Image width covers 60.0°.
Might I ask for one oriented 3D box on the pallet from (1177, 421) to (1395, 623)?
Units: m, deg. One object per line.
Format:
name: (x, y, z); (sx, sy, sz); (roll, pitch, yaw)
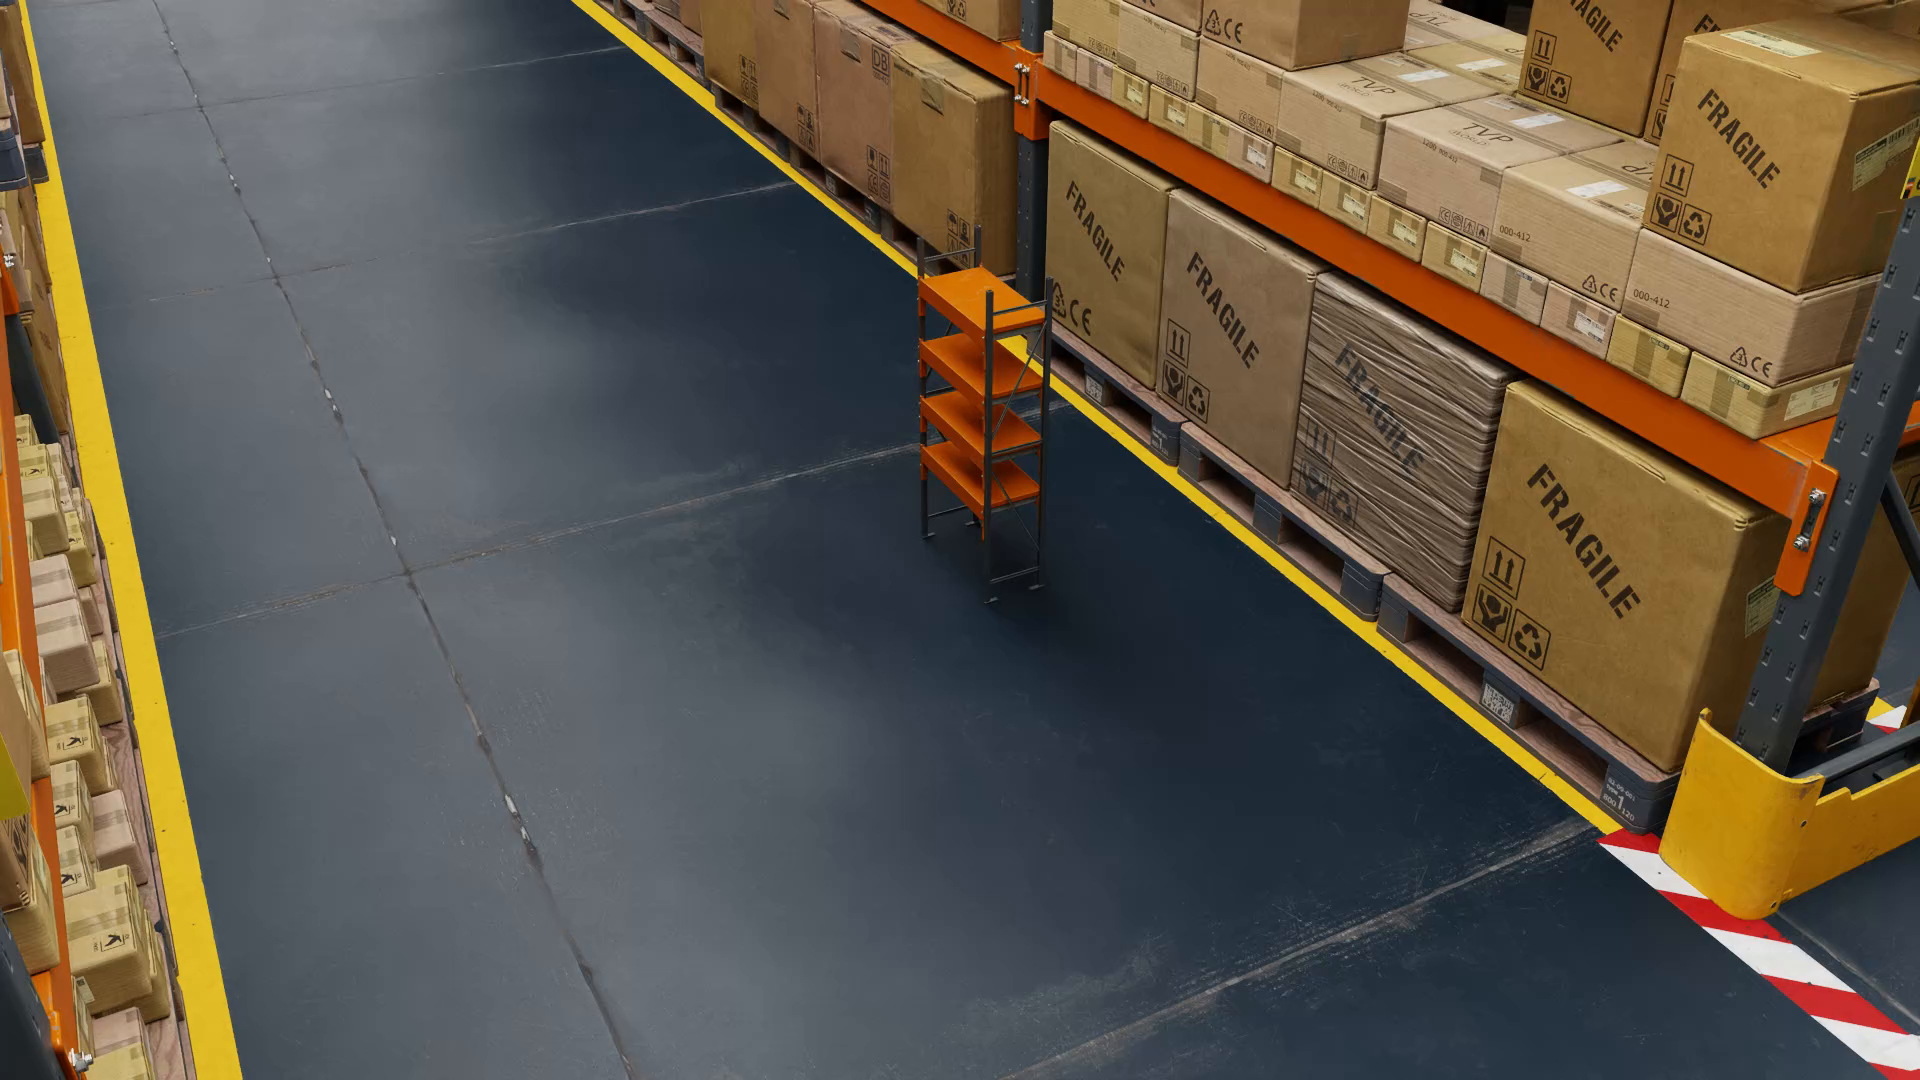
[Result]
pallet: (1.583, -0.206, 6.376); (1.003, 0.211, 1.213); (-16, 36, -23)

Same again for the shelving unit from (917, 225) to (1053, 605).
shelving unit: (0.077, -0.426, 5.803); (0.258, 1.200, 0.503); (-16, 36, -23)

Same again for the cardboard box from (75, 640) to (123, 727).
cardboard box: (-2.743, 0.473, 4.985); (0.380, 0.149, 0.250); (-16, 36, -23)

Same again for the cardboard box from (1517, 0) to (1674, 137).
cardboard box: (2.125, -1.596, 5.128); (0.500, 0.500, 0.500); (-17, 36, -24)

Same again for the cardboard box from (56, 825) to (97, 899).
cardboard box: (-2.217, 0.849, 3.846); (0.380, 0.149, 0.250); (-18, 37, -25)

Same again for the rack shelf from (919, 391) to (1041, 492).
rack shelf: (0.077, -0.370, 5.839); (0.258, 0.148, 0.480); (-16, 36, -23)

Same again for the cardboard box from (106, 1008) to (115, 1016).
cardboard box: (-2.123, 1.235, 3.796); (0.380, 0.149, 0.250); (-15, 36, -23)

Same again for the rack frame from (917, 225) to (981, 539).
rack frame: (-0.037, -0.543, 5.985); (0.240, 1.200, 0.015); (-16, 36, -23)

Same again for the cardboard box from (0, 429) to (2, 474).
cardboard box: (-2.577, -0.235, 4.069); (0.380, 0.149, 0.250); (-15, 36, -22)

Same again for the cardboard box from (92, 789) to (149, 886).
cardboard box: (-2.387, 0.846, 4.402); (0.380, 0.149, 0.250); (-18, 37, -25)

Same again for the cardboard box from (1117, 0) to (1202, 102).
cardboard box: (0.940, -1.879, 6.265); (0.500, 0.250, 0.500); (-16, 36, -23)

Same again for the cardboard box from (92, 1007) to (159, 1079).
cardboard box: (-1.940, 1.202, 3.572); (0.380, 0.149, 0.250); (-16, 36, -23)

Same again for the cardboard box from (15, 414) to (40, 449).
cardboard box: (-3.314, -0.269, 5.591); (0.380, 0.149, 0.250); (-15, 36, -22)

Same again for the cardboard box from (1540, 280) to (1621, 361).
cardboard box: (1.893, -0.662, 4.736); (0.380, 0.149, 0.250); (-16, 36, -23)

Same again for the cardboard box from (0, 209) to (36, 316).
cardboard box: (-3.821, -1.005, 6.271); (0.500, 0.250, 0.500); (-18, 37, -25)

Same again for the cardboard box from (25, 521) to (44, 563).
cardboard box: (-2.985, 0.104, 5.010); (0.380, 0.149, 0.250); (-15, 35, -22)

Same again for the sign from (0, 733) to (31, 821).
sign: (-1.365, 0.262, 2.259); (0.100, 0.325, 0.005); (-16, 36, -23)

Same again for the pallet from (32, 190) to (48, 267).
pallet: (-5.212, -1.508, 8.408); (1.003, 0.211, 1.213); (-16, 36, -23)

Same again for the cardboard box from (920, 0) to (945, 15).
cardboard box: (0.041, -2.780, 7.716); (0.500, 0.500, 0.500); (-15, 35, -22)

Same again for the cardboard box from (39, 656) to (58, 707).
cardboard box: (-2.622, 0.481, 4.420); (0.380, 0.149, 0.250); (-16, 36, -23)

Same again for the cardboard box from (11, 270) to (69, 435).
cardboard box: (-3.820, -0.690, 6.474); (0.500, 0.500, 0.500); (-14, 35, -21)

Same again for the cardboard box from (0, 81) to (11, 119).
cardboard box: (-3.487, -1.521, 5.687); (0.380, 0.149, 0.250); (-18, 37, -25)

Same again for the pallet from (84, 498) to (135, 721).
pallet: (-3.366, 0.340, 5.524); (1.003, 0.211, 1.213); (-16, 36, -23)

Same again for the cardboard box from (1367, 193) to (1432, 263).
cardboard box: (1.534, -1.029, 5.308); (0.380, 0.149, 0.250); (-16, 36, -23)

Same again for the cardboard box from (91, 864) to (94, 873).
cardboard box: (-2.364, 0.855, 4.113); (0.380, 0.149, 0.250); (-18, 37, -25)

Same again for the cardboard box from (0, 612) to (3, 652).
cardboard box: (-2.082, 0.063, 3.003); (0.500, 0.500, 0.500); (-16, 36, -23)

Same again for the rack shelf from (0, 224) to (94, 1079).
rack shelf: (-2.778, 0.111, 3.963); (1.077, 0.370, 4.000); (-16, 36, -23)

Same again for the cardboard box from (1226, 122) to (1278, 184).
cardboard box: (1.173, -1.396, 5.882); (0.380, 0.149, 0.250); (-15, 36, -23)

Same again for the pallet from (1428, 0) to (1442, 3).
pallet: (3.646, -3.960, 12.236); (1.003, 0.211, 1.213); (-16, 36, -23)

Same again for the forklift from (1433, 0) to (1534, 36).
forklift: (2.011, -2.311, 7.139); (3.031, 2.935, 1.130); (18, 37, 25)

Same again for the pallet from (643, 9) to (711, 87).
pallet: (-1.503, -3.454, 11.445); (1.003, 0.211, 1.213); (-16, 36, -23)

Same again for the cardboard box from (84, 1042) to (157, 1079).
cardboard box: (-1.789, 1.200, 3.298); (0.380, 0.149, 0.250); (-18, 37, -25)

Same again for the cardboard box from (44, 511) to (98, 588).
cardboard box: (-3.004, 0.072, 5.335); (0.380, 0.149, 0.250); (-17, 36, -25)

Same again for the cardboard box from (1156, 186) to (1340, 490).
cardboard box: (1.381, -0.863, 6.397); (0.875, 0.875, 0.875); (-16, 36, -23)

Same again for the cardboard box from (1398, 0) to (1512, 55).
cardboard box: (1.644, -1.773, 6.100); (0.500, 0.250, 0.500); (-15, 36, -22)

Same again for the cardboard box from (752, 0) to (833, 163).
cardboard box: (-0.428, -2.775, 9.381); (1.225, 0.875, 0.875); (-16, 36, -23)

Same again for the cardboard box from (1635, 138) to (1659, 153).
cardboard box: (2.357, -1.042, 4.959); (0.500, 0.250, 0.500); (-16, 36, -24)

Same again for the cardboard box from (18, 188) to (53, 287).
cardboard box: (-4.537, -1.434, 7.636); (0.500, 0.500, 0.500); (-18, 37, -25)

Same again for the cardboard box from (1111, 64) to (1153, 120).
cardboard box: (0.814, -1.764, 6.456); (0.380, 0.149, 0.250); (-15, 35, -22)

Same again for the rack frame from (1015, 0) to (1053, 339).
rack frame: (0.725, -2.346, 7.130); (1.000, 3.000, 0.127); (-16, 36, -23)

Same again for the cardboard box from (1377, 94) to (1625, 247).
cardboard box: (1.656, -1.148, 5.125); (0.500, 0.250, 0.500); (-17, 36, -25)

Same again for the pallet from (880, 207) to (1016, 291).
pallet: (0.298, -1.521, 8.428); (1.003, 0.211, 1.213); (-16, 36, -23)

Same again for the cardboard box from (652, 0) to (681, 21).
cardboard box: (-1.740, -3.963, 11.565); (0.700, 0.500, 0.500); (-19, 37, -27)

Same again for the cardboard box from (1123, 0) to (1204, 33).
cardboard box: (0.945, -2.194, 6.061); (0.500, 0.500, 0.500); (-16, 36, -23)

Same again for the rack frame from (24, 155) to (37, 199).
rack frame: (-5.575, -3.055, 8.238); (1.000, 3.000, 0.127); (-16, 36, -23)

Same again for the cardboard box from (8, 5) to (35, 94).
cardboard box: (-6.190, -3.014, 9.870); (1.050, 0.750, 0.750); (-15, 36, -22)
